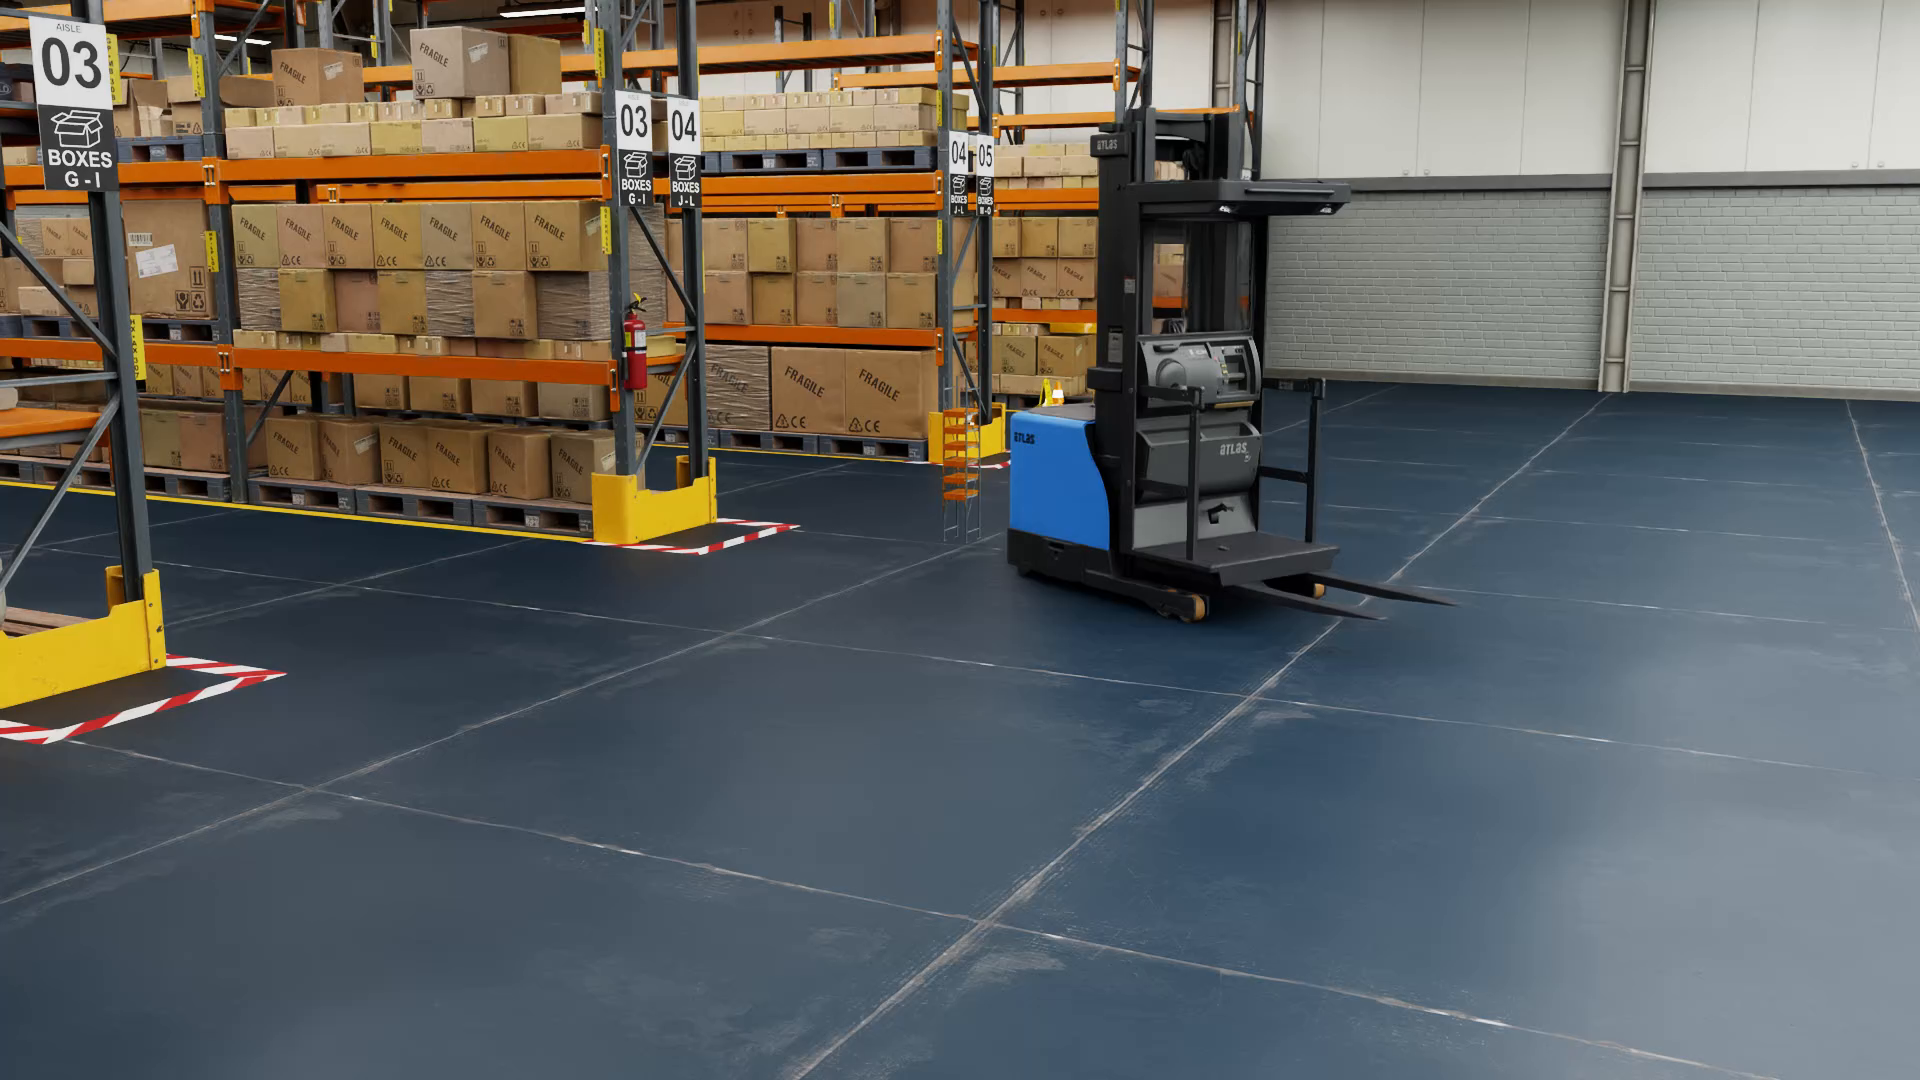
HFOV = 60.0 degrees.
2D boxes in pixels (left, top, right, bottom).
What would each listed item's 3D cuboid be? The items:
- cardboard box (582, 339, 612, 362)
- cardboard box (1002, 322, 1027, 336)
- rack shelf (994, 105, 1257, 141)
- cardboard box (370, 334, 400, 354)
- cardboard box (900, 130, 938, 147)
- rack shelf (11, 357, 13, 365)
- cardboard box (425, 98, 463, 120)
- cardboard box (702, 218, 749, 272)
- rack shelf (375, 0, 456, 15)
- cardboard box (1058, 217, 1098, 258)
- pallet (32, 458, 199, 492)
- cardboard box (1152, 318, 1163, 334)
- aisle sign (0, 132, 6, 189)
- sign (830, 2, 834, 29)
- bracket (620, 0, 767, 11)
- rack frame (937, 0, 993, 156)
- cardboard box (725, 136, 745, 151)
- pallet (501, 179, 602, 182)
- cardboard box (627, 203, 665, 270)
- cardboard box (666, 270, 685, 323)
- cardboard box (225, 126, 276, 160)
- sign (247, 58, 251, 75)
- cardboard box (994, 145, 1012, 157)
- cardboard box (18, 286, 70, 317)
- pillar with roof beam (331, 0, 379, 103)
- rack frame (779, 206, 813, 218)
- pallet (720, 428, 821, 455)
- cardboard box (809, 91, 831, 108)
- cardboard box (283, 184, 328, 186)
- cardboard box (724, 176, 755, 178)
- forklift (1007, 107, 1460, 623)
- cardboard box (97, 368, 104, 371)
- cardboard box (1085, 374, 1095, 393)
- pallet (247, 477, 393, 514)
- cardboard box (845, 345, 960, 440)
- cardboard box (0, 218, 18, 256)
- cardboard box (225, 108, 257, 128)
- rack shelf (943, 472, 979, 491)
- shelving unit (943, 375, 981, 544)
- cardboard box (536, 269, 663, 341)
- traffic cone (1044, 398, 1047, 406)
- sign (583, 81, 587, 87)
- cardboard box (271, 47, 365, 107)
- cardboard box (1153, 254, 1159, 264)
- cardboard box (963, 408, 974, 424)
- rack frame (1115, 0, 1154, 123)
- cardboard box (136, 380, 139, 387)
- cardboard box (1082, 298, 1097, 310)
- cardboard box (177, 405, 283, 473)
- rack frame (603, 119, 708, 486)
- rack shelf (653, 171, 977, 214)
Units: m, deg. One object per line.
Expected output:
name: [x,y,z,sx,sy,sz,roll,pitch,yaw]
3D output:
cardboard box: [-2.574,-1.406,12.282,0.250,0.149,0.380,5,11,26]
cardboard box: [0.741,-2.725,21.477,0.250,0.149,0.380,5,12,27]
rack shelf: [2.557,-6.475,25.881,4.000,0.370,1.077,5,11,26]
cardboard box: [-4.404,-1.551,13.081,0.250,0.149,0.380,5,11,26]
cardboard box: [-0.390,-3.905,16.205,0.250,0.149,0.380,5,11,26]
rack shelf: [-11.195,-1.974,16.736,4.000,0.370,1.077,5,11,26]
cardboard box: [-3.778,-3.214,12.447,0.250,0.149,0.380,4,11,23]
cardboard box: [-2.246,-3.121,17.598,0.550,0.550,0.875,5,11,26]
rack shelf: [-6.810,-8.144,24.651,4.000,0.370,1.077,5,11,26]
cardboard box: [1.603,-3.816,20.968,0.500,0.500,0.700,5,11,24]
pallet: [-7.612,-0.640,15.175,1.213,0.211,1.003,5,11,26]
cardboard box: [2.882,-3.326,25.916,0.500,0.250,0.500,5,11,27]
aisle sign: [-4.486,-1.975,7.422,0.004,0.787,0.394,5,11,26]
sign: [-1.670,-6.839,21.680,0.005,0.325,0.100,5,11,26]
bracket: [-4.096,-9.490,29.290,4.783,0.066,0.076,5,11,26]
rack frame: [0.058,-5.276,16.116,0.127,3.000,1.000,5,11,26]
cardboard box: [-2.210,-4.065,17.090,0.250,0.149,0.380,5,11,26]
pallet: [-4.373,-4.086,18.498,1.217,0.209,0.805,5,11,24]
cardboard box: [-2.600,-2.315,12.673,0.500,0.500,0.500,5,11,26]
cardboard box: [-2.690,-2.647,18.009,0.550,0.550,0.875,5,11,26]
cardboard box: [-5.524,-3.181,13.384,0.500,0.250,0.500,5,11,24]
sign: [-11.938,-7.920,27.877,0.005,0.325,0.100,5,11,26]
cardboard box: [0.628,-4.964,21.281,0.250,0.149,0.380,5,11,24]
cardboard box: [-8.001,-2.135,14.844,0.500,0.250,0.500,5,11,24]
pillar with roof beam: [-13.922,-7.798,30.047,0.548,9.000,9.100,5,11,26]
rack frame: [-2.824,-4.546,28.928,0.127,3.000,1.000,5,11,26]
pallet: [-1.784,-1.099,17.710,1.213,0.211,1.003,5,11,26]
cardboard box: [-1.304,-4.378,16.579,0.250,0.149,0.380,5,11,26]
cardboard box: [-7.741,-4.484,19.882,0.500,0.500,0.500,5,11,26]
cardboard box: [-2.926,-5.151,23.087,0.500,0.250,0.500,5,11,27]
forklift: [1.579,-1.062,9.868,1.130,2.935,3.031,-7,13,-35]
cardboard box: [-11.127,-2.194,21.922,0.250,0.149,0.380,5,12,27]
cardboard box: [1.556,-2.084,21.865,0.500,0.250,0.500,5,11,25]
pallet: [-5.197,-0.436,14.046,1.213,0.211,1.003,5,11,26]
cardboard box: [-0.580,-1.528,17.039,0.875,0.875,0.875,5,11,26]
cardboard box: [-12.635,-4.072,22.384,0.500,0.500,0.500,5,11,24]
cardboard box: [-5.660,-3.379,13.357,0.250,0.149,0.380,5,11,24]
rack shelf: [0.013,-0.427,12.146,0.180,0.103,0.258,5,11,26]
shelving unit: [0.013,-0.589,12.117,0.189,1.200,0.258,5,11,26]
cardboard box: [-2.709,-1.783,12.546,0.500,0.500,0.875,5,11,26]
traffic cone: [1.015,-1.498,19.210,0.334,0.463,0.336,5,11,26]
sign: [-6.668,-8.227,29.574,0.005,0.325,0.100,5,11,26]
cardboard box: [-5.298,-3.778,13.741,0.500,0.500,0.500,5,11,24]
cardboard box: [2.990,-4.347,25.726,0.250,0.149,0.380,5,11,24]
cardboard box: [0.089,-1.501,20.104,0.380,0.149,0.250,-7,12,-33]
rack frame: [2.157,-6.075,20.528,0.127,3.000,1.000,5,11,26]
cardboard box: [-11.127,-2.175,22.650,0.250,0.149,0.380,5,12,27]
cardboard box: [1.727,-2.995,21.059,0.250,0.149,0.380,5,12,28]
cardboard box: [-6.356,-0.894,14.529,0.500,0.500,0.700,4,11,21]
rack frame: [-2.228,-1.540,12.318,0.127,3.000,1.000,5,11,26]
rack shelf: [-1.736,-3.604,17.318,4.000,0.370,1.077,5,11,26]
